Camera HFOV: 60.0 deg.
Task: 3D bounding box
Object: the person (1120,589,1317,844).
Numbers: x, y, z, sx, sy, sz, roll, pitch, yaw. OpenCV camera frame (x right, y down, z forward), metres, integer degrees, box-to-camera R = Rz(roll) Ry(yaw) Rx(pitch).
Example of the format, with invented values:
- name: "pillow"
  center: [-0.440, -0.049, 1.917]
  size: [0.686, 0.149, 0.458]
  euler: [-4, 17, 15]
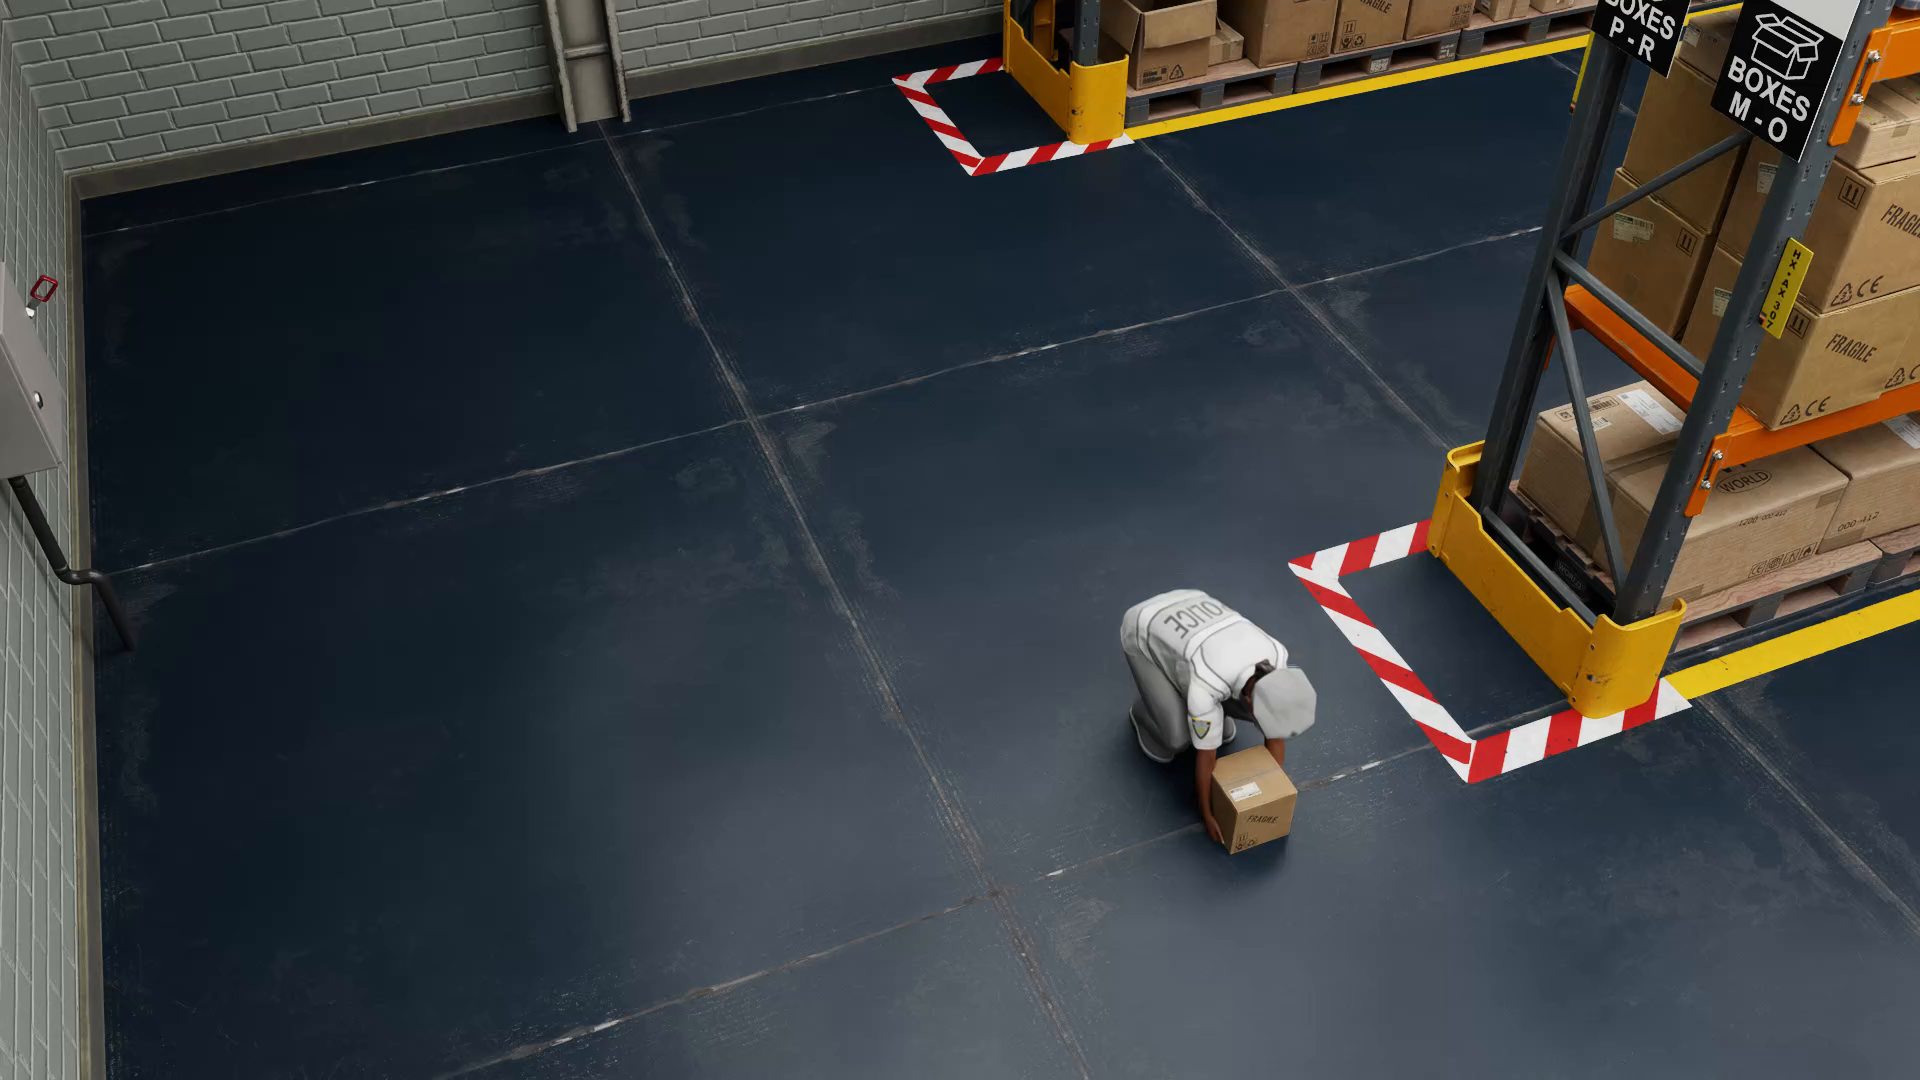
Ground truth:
- name: "person"
  center: [0.944, 0.587, 6.216]
  size: [0.465, 0.817, 0.908]
  euler: [-16, 44, -17]
